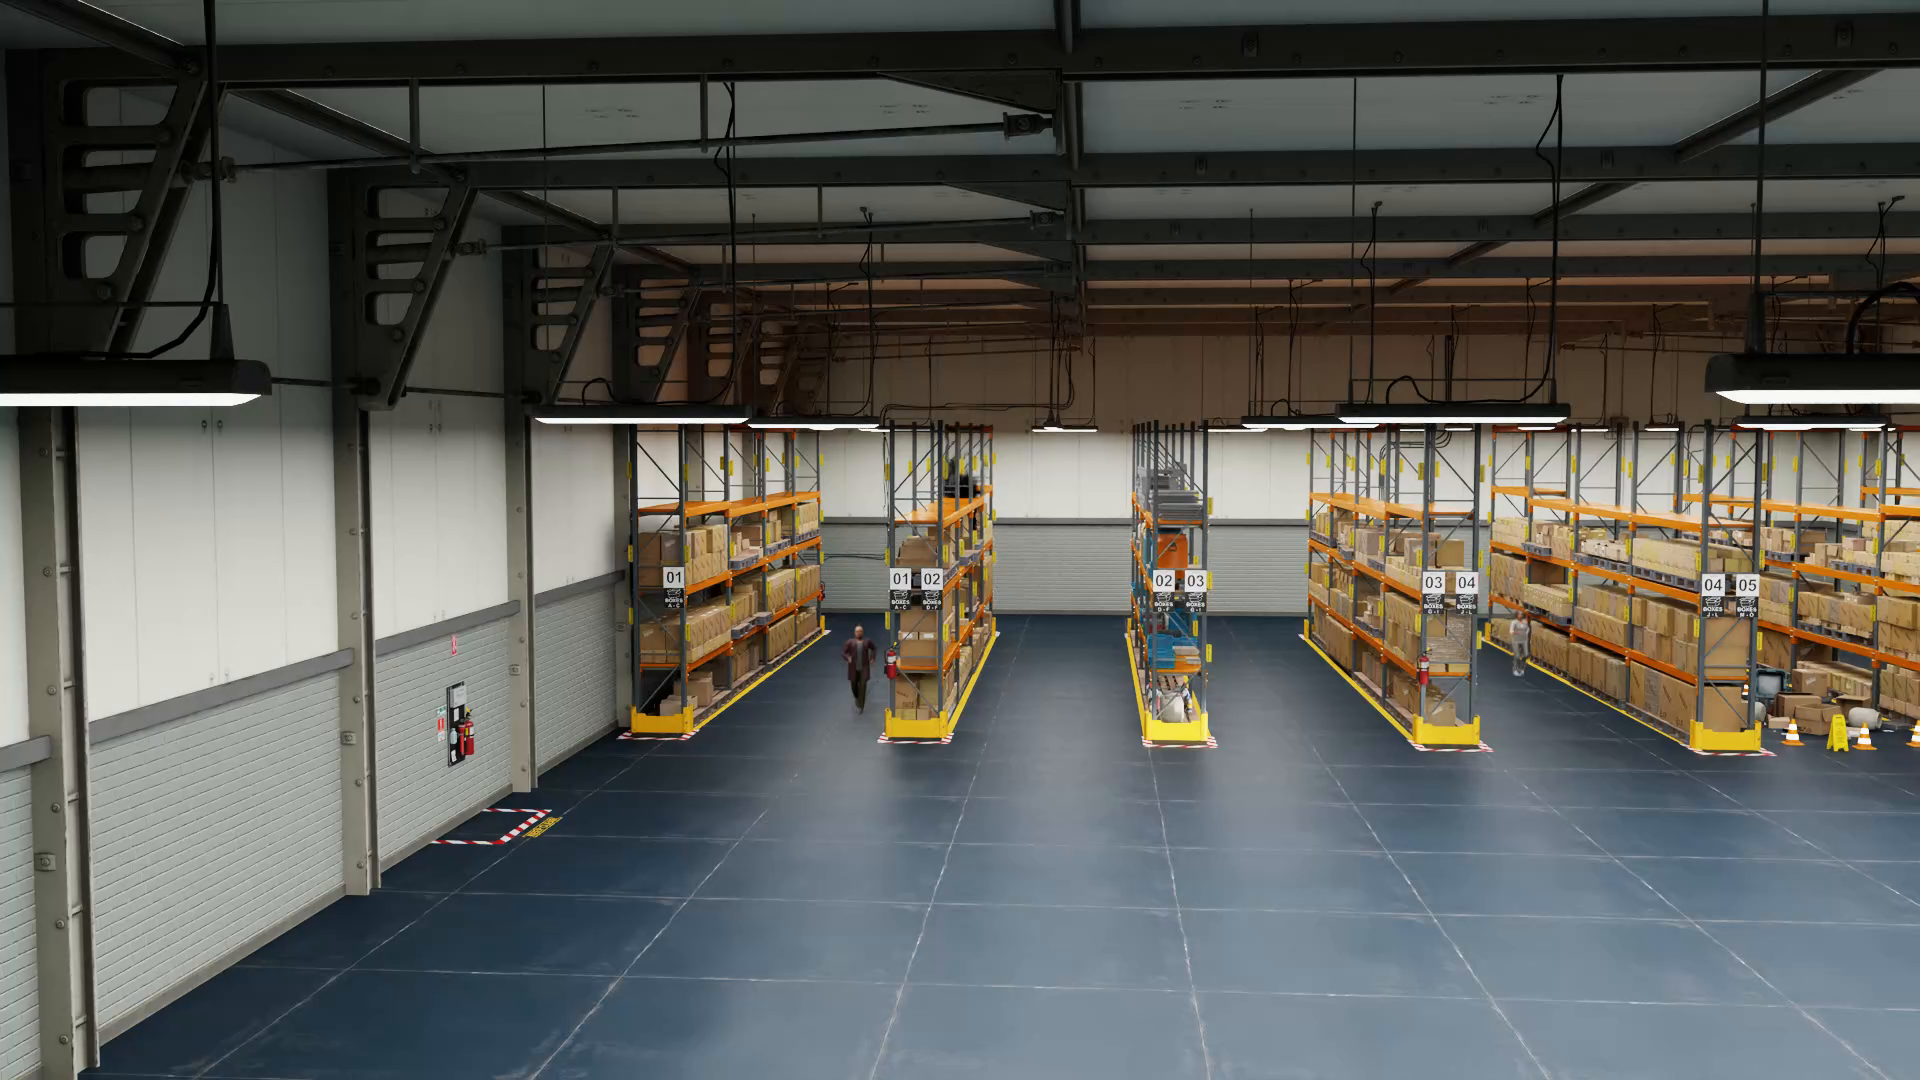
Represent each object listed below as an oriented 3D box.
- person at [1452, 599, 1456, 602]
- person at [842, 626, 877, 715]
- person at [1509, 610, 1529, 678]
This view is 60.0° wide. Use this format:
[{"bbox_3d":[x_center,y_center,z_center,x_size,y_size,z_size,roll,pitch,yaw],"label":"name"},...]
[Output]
[{"bbox_3d":[14.044,1.875,46.946,0.590,1.747,0.736,-2,4,-24],"label":"person"},{"bbox_3d":[-2.077,2.658,34.316,0.718,1.762,1.024,0,4,-2],"label":"person"},{"bbox_3d":[13.214,2.447,39.213,0.515,1.604,0.625,0,4,0],"label":"person"}]
